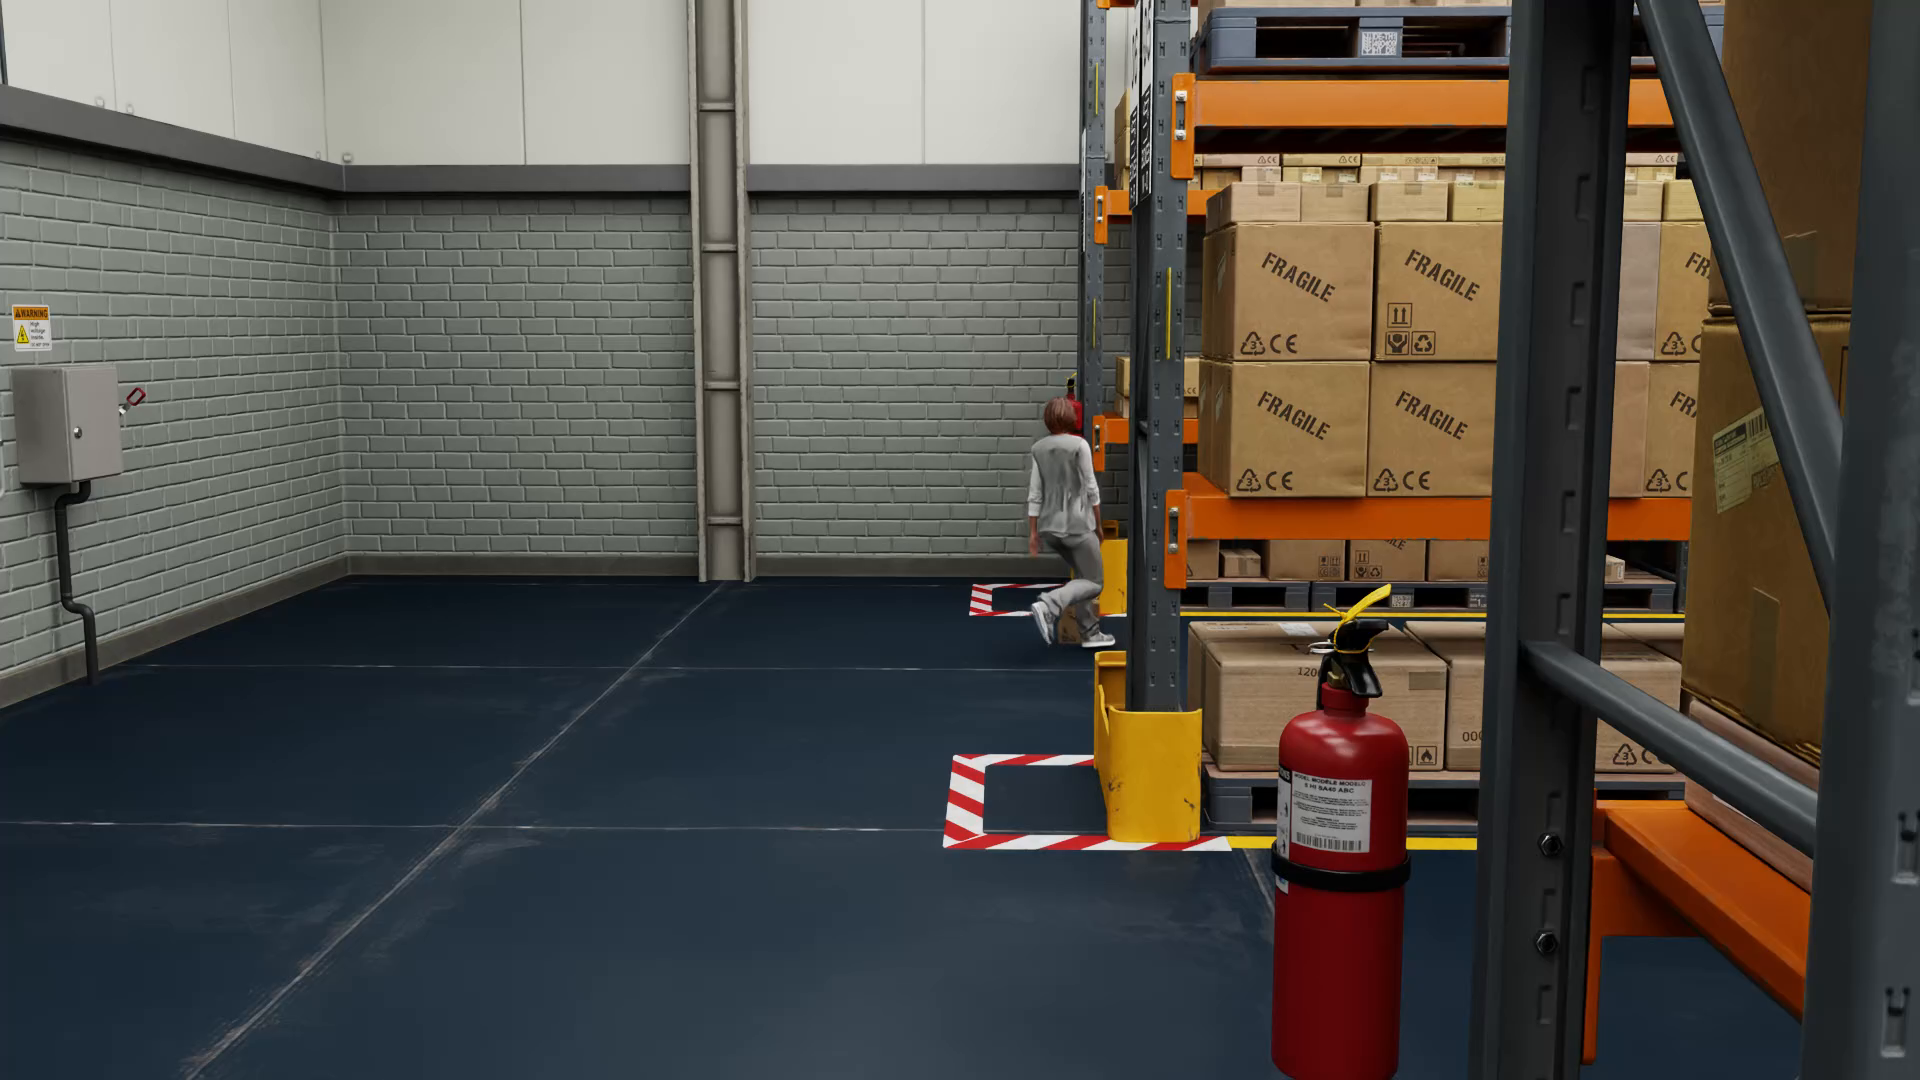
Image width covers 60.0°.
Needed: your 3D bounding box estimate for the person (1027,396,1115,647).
[{"bbox_3d":[0.632,-0.081,9.727,0.422,1.512,0.799,6,9,37],"label":"person"}]
